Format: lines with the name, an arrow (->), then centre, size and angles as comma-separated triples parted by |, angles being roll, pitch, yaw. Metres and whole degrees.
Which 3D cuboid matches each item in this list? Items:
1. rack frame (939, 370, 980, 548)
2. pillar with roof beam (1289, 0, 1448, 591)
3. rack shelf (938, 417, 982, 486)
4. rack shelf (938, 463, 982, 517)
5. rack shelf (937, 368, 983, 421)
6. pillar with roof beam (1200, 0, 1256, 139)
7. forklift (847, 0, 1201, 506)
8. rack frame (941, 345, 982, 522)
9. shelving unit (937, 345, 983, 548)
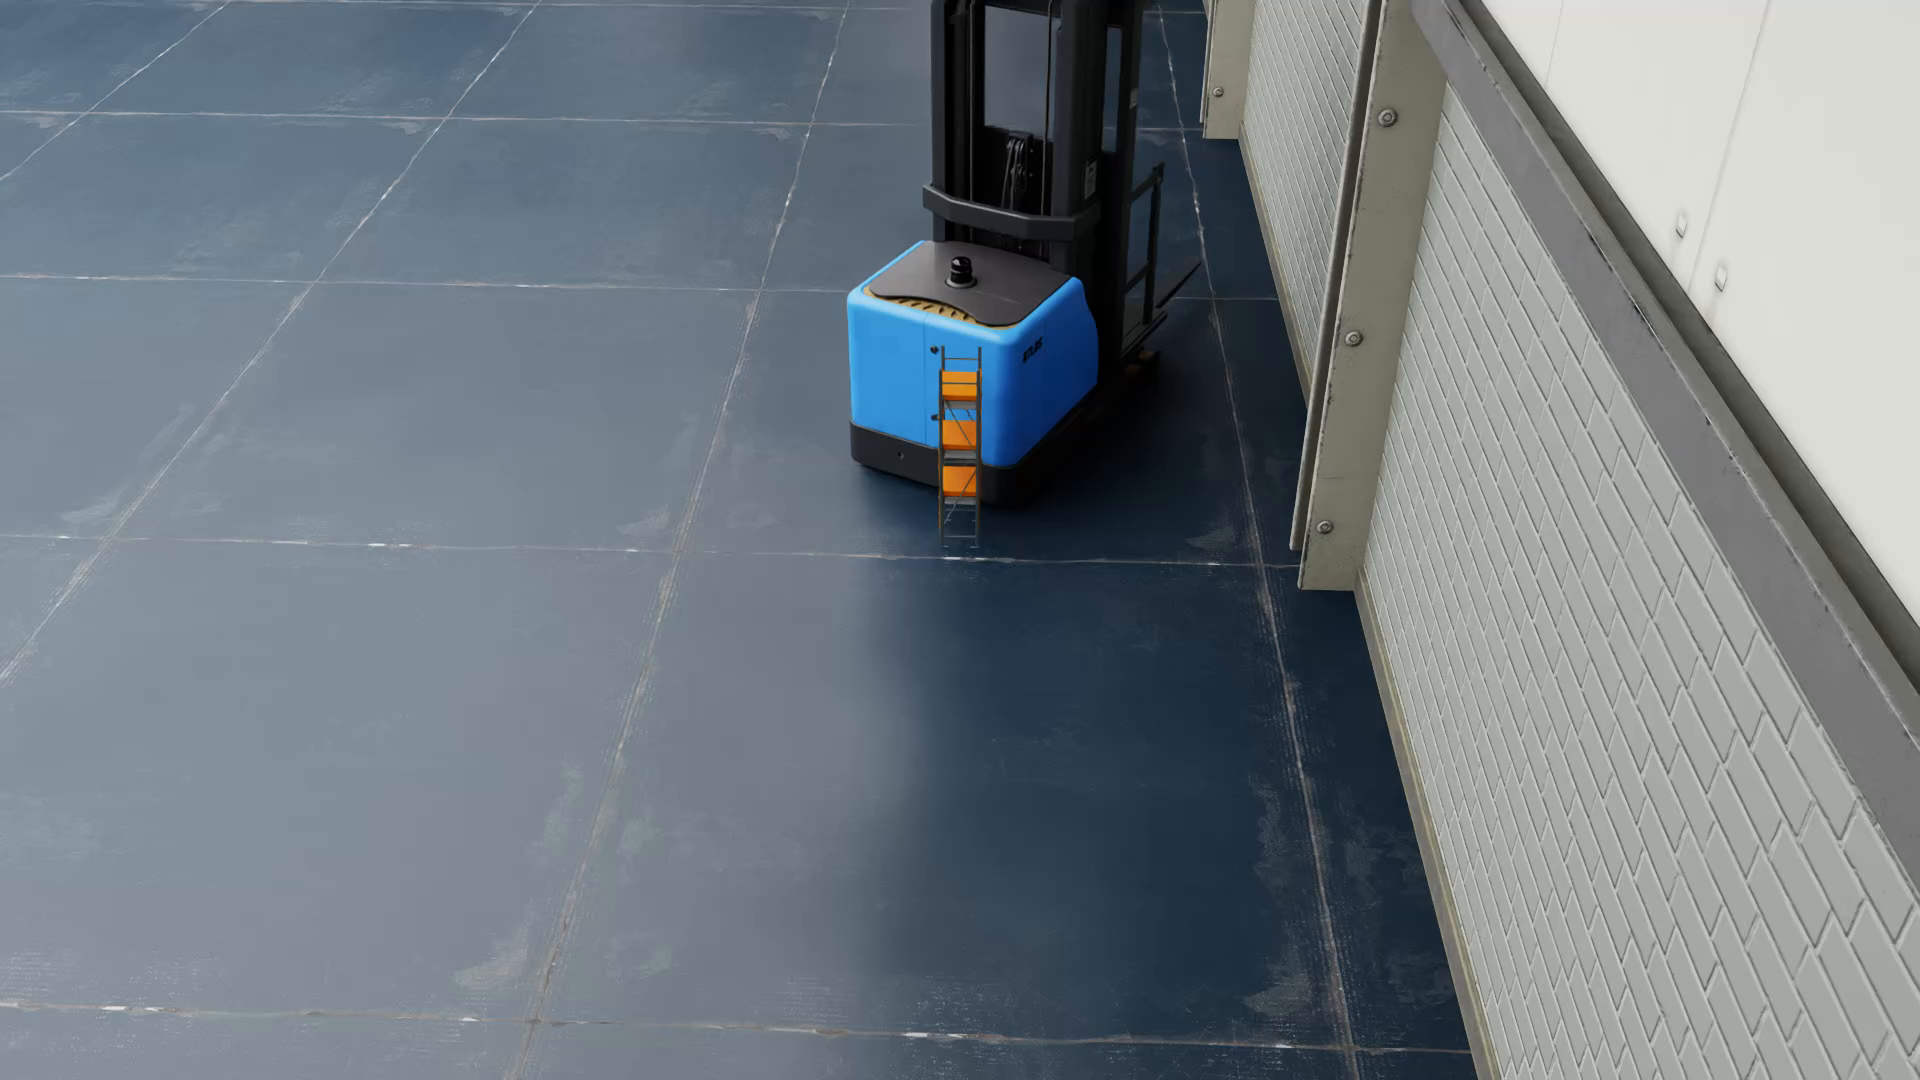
rack frame -> -0.003, -0.390, 8.338 | 0.200, 1.050, 0.008 | 1, 35, 2
pillar with roof beam -> -2.438, -3.645, 6.055 | 9.100, 9.000, 0.400 | 1, 35, 2
rack shelf -> 0.002, -0.452, 8.444 | 0.215, 0.259, 0.240 | 1, 35, 2
rack shelf -> 0.002, -0.224, 8.603 | 0.215, 0.259, 0.240 | 1, 35, 2
rack shelf -> 0.002, -0.684, 8.280 | 0.215, 0.259, 0.240 | 1, 35, 2
pillar with roof beam -> -2.197, -7.092, 10.960 | 9.100, 9.000, 0.400 | 1, 35, 2
forklift -> 0.555, -2.204, 9.283 | 1.130, 2.935, 3.031 | 18, 39, 24
rack frame -> 0.007, -0.530, 8.537 | 0.200, 1.050, 0.008 | 1, 35, 2
shelving unit -> 0.002, -0.460, 8.438 | 0.215, 1.050, 0.252 | 1, 35, 2
